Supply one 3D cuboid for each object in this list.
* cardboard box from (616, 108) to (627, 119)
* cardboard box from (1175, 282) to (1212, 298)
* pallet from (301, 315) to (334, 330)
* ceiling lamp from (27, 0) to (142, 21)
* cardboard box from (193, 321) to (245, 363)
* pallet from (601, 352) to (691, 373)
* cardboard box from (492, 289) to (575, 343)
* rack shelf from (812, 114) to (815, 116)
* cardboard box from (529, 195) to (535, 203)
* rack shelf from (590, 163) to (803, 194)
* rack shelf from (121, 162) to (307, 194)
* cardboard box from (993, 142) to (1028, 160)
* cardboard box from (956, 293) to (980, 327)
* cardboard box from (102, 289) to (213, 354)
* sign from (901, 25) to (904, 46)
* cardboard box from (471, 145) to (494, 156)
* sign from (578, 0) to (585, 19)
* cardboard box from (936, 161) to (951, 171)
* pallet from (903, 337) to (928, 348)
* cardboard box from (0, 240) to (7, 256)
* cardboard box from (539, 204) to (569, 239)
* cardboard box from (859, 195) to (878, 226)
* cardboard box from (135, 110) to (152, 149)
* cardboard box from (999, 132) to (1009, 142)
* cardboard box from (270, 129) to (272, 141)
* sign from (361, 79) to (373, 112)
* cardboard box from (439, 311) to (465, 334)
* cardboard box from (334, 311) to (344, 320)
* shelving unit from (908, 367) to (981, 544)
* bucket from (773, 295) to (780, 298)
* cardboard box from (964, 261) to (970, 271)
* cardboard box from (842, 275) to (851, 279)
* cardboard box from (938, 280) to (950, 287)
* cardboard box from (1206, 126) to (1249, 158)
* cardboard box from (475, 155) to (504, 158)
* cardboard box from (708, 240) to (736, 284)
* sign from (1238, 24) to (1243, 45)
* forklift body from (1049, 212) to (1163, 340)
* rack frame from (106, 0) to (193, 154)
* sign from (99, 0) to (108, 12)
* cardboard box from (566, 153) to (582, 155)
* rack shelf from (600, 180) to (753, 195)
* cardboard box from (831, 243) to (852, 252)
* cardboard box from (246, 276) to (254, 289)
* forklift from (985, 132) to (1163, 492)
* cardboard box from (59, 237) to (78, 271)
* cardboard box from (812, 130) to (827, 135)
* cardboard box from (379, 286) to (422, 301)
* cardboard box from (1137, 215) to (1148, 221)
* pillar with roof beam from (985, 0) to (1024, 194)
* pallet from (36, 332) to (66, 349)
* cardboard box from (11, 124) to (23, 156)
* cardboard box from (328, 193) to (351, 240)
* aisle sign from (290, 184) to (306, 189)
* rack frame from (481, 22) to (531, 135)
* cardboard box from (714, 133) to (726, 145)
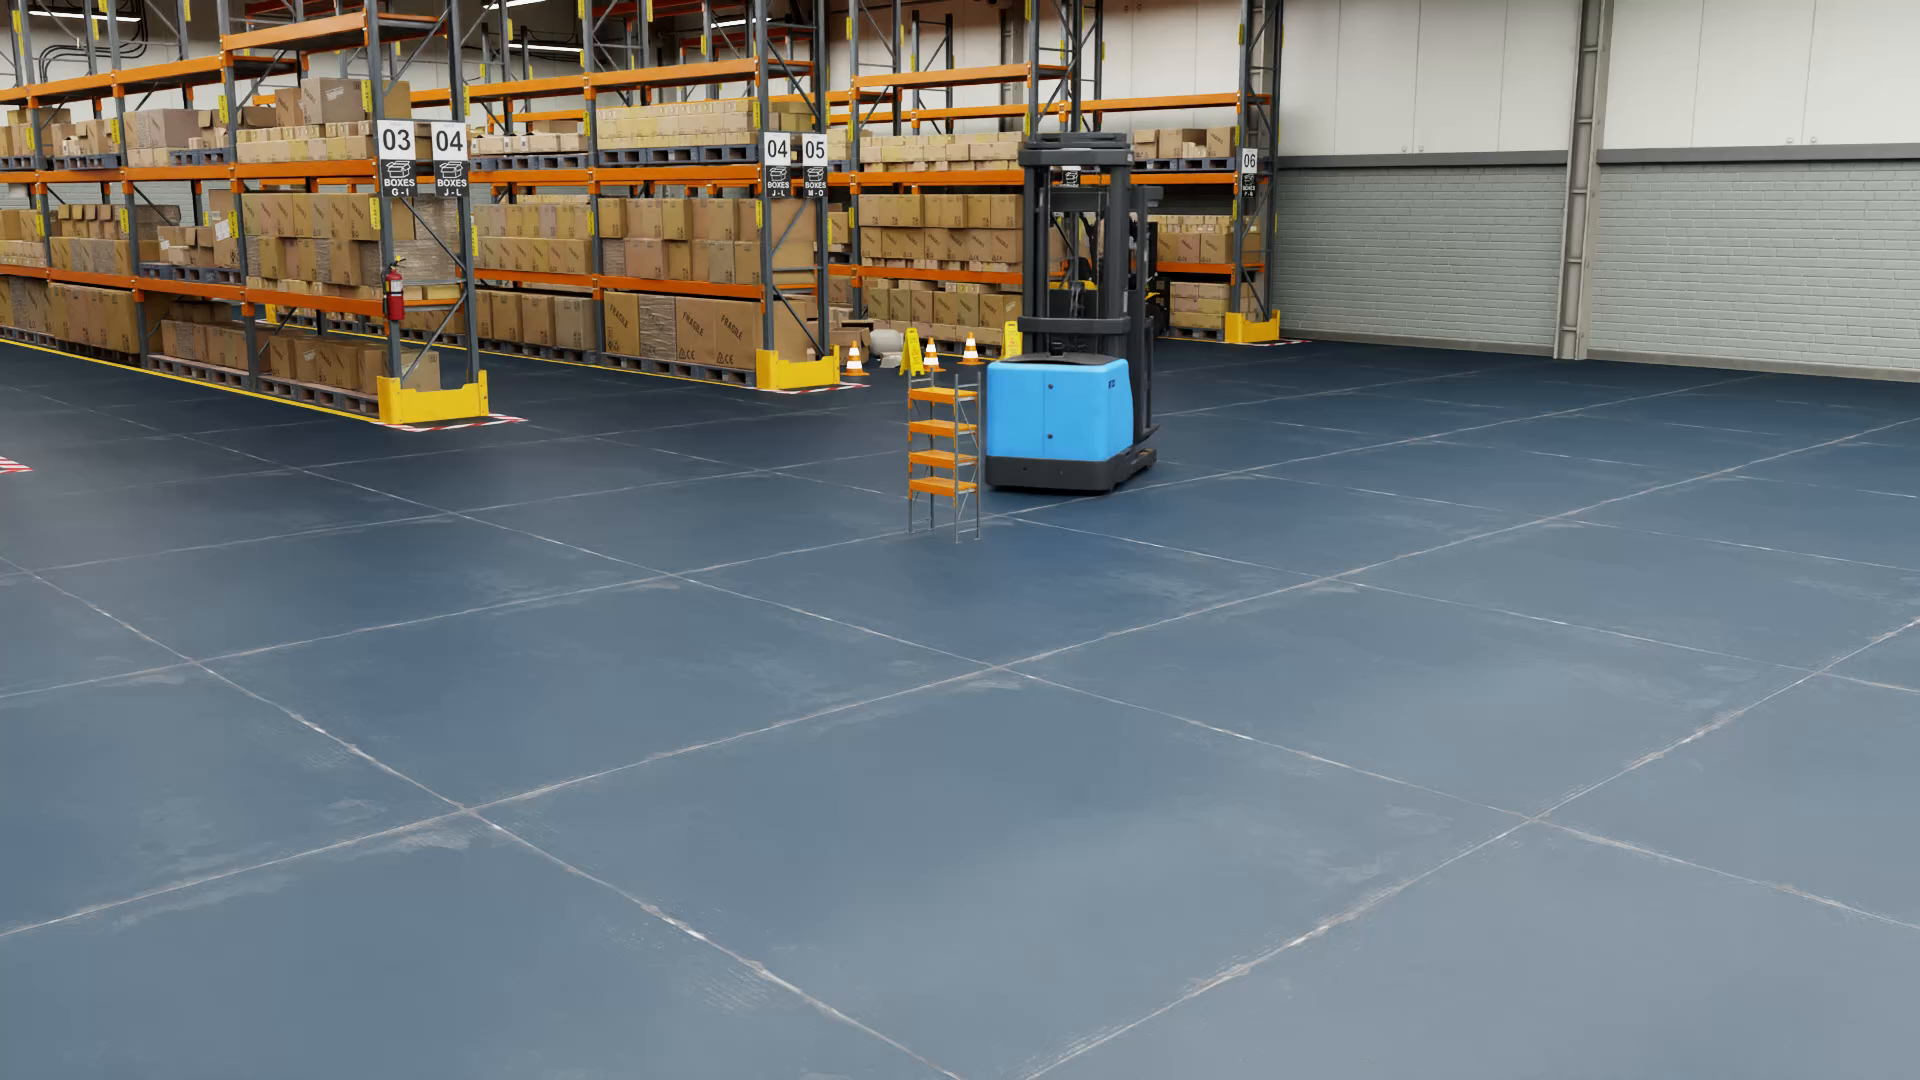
[{"bbox_3d":[-4.524,-5.885,22.969,0.380,0.149,0.250,-11,16,-43],"label":"cardboard box"},{"bbox_3d":[4.079,-4.328,28.779,0.500,0.250,0.500,-11,16,-42],"label":"cardboard box"},{"bbox_3d":[-11.742,-4.142,31.491,1.003,0.211,1.213,-11,16,-43],"label":"pallet"},{"bbox_3d":[-16.845,-11.686,31.865,2.000,3.185,0.800,-11,16,-43],"label":"ceiling lamp"},{"bbox_3d":[-10.034,-2.711,22.742,0.700,0.500,0.500,-9,15,-38],"label":"cardboard box"},{"bbox_3d":[-4.412,-2.581,23.916,1.003,0.211,1.213,-11,16,-43],"label":"pallet"},{"bbox_3d":[-6.682,-3.528,26.135,1.050,0.750,0.750,-11,16,-42],"label":"cardboard box"},{"bbox_3d":[-4.689,-9.509,37.557,1.077,0.370,4.000,-11,16,-43],"label":"rack shelf"},{"bbox_3d":[-8.727,-7.099,34.602,0.380,0.149,0.250,-11,16,-42],"label":"cardboard box"},{"bbox_3d":[-3.500,-4.894,22.579,1.077,0.370,4.000,-11,16,-43],"label":"rack shelf"},{"bbox_3d":[-9.919,-4.801,22.130,1.077,0.370,4.000,-11,16,-43],"label":"rack shelf"},{"bbox_3d":[0.843,-5.768,24.675,0.500,0.250,0.500,-11,16,-43],"label":"cardboard box"},{"bbox_3d":[0.287,-3.572,25.730,0.500,0.500,0.500,-10,15,-40],"label":"cardboard box"},{"bbox_3d":[-11.762,-3.245,24.451,0.875,0.875,1.225,11,16,43],"label":"cardboard box"},{"bbox_3d":[-0.965,-8.281,27.292,0.100,0.325,0.005,-11,16,-43],"label":"sign"},{"bbox_3d":[-7.528,-6.182,26.385,0.250,0.149,0.380,11,16,43],"label":"cardboard box"},{"bbox_3d":[-5.265,-7.426,23.143,0.100,0.325,0.005,-11,16,-43],"label":"sign"},{"bbox_3d":[-0.150,-5.767,25.656,0.380,0.149,0.250,-11,16,-43],"label":"cardboard box"},{"bbox_3d":[-0.881,-3.314,27.475,1.003,0.211,1.213,-11,16,-43],"label":"pallet"},{"bbox_3d":[-15.981,-4.959,28.184,0.500,0.250,0.500,11,16,43],"label":"cardboard box"},{"bbox_3d":[-5.933,-4.828,25.184,0.700,0.500,0.500,-11,16,-42],"label":"cardboard box"},{"bbox_3d":[-1.224,-5.363,27.046,0.700,0.500,0.500,-11,16,-43],"label":"cardboard box"},{"bbox_3d":[-10.814,-5.560,22.544,0.500,0.500,0.500,-11,16,-42],"label":"cardboard box"},{"bbox_3d":[0.794,-5.977,24.703,0.380,0.149,0.250,-11,16,-42],"label":"cardboard box"},{"bbox_3d":[-7.930,-4.791,19.682,0.380,0.149,0.250,-10,15,-41],"label":"cardboard box"},{"bbox_3d":[-6.191,-4.637,17.356,0.100,0.325,0.005,-11,16,-43],"label":"sign"},{"bbox_3d":[-8.287,-3.693,27.559,0.500,0.500,0.500,-11,16,-43],"label":"cardboard box"},{"bbox_3d":[-11.271,-4.134,30.570,0.250,0.149,0.380,11,16,43],"label":"cardboard box"},{"bbox_3d":[-0.114,-0.612,11.908,0.258,1.200,0.503,-11,16,-43],"label":"shelving unit"},{"bbox_3d":[-3.120,-3.511,25.866,0.726,0.611,0.620,-5,3,-23],"label":"bucket"},{"bbox_3d":[0.287,-4.243,25.697,0.380,0.149,0.250,-11,16,-42],"label":"cardboard box"},{"bbox_3d":[-2.306,-5.661,35.500,0.380,0.149,0.250,-10,15,-41],"label":"cardboard box"},{"bbox_3d":[-0.125,-4.999,33.585,0.875,0.625,0.625,-10,15,-41],"label":"cardboard box"},{"bbox_3d":[4.497,-6.685,27.956,0.500,0.500,0.500,-10,15,-41],"label":"cardboard box"},{"bbox_3d":[-7.845,-6.291,27.331,0.500,0.500,0.500,-11,16,-43],"label":"cardboard box"},{"bbox_3d":[-2.803,-3.683,21.984,0.875,0.550,0.550,-11,16,-43],"label":"cardboard box"},{"bbox_3d":[4.577,-8.243,27.108,0.100,0.325,0.005,-11,16,-43],"label":"sign"},{"bbox_3d":[2.350,-4.488,28.367,2.313,2.155,1.214,-11,16,-43],"label":"forklift body"},{"bbox_3d":[-11.300,-6.914,23.171,1.000,3.000,0.127,-11,16,-43],"label":"rack frame"},{"bbox_3d":[-11.699,-7.371,22.683,0.100,0.325,0.005,-11,16,-43],"label":"sign"},{"bbox_3d":[-7.850,-7.907,33.881,0.797,0.503,0.637,-9,15,-38],"label":"cardboard box"},{"bbox_3d":[-5.514,-6.766,31.666,1.077,0.370,4.000,-11,16,-43],"label":"rack shelf"},{"bbox_3d":[-1.926,-4.892,27.806,0.380,0.149,0.250,-11,16,-42],"label":"cardboard box"},{"bbox_3d":[-8.607,-3.196,20.612,0.380,0.149,0.250,-11,16,-43],"label":"cardboard box"},{"bbox_3d":[1.157,-2.084,14.761,1.130,2.935,3.031,4,12,18],"label":"forklift"},{"bbox_3d":[-13.578,-4.434,25.749,0.500,0.500,0.500,-11,16,-42],"label":"cardboard box"},{"bbox_3d":[-2.584,-6.832,28.298,0.500,0.250,0.500,-11,16,-42],"label":"cardboard box"},{"bbox_3d":[-6.122,-2.698,18.197,0.380,0.149,0.250,-11,16,-43],"label":"cardboard box"},{"bbox_3d":[3.354,-5.679,29.450,0.380,0.149,0.250,-11,16,-42],"label":"cardboard box"},{"bbox_3d":[-2.107,-8.323,30.008,9.100,9.000,0.548,-11,16,-43],"label":"pillar with roof beam"},{"bbox_3d":[-14.531,-3.316,27.483,1.003,0.211,1.213,-11,16,-43],"label":"pallet"},{"bbox_3d":[-15.015,-6.517,27.142,0.700,0.500,0.500,-10,15,-40],"label":"cardboard box"},{"bbox_3d":[-6.684,-3.611,18.541,0.500,0.500,0.500,-11,16,-43],"label":"cardboard box"},{"bbox_3d":[-13.001,-7.146,32.719,0.394,0.787,0.004,-11,16,-43],"label":"aisle sign"},{"bbox_3d":[-9.658,-9.463,35.541,1.000,3.000,0.127,-11,16,-43],"label":"rack frame"},{"bbox_3d":[-2.945,-5.161,21.430,0.380,0.149,0.250,-11,16,-42],"label":"cardboard box"}]
